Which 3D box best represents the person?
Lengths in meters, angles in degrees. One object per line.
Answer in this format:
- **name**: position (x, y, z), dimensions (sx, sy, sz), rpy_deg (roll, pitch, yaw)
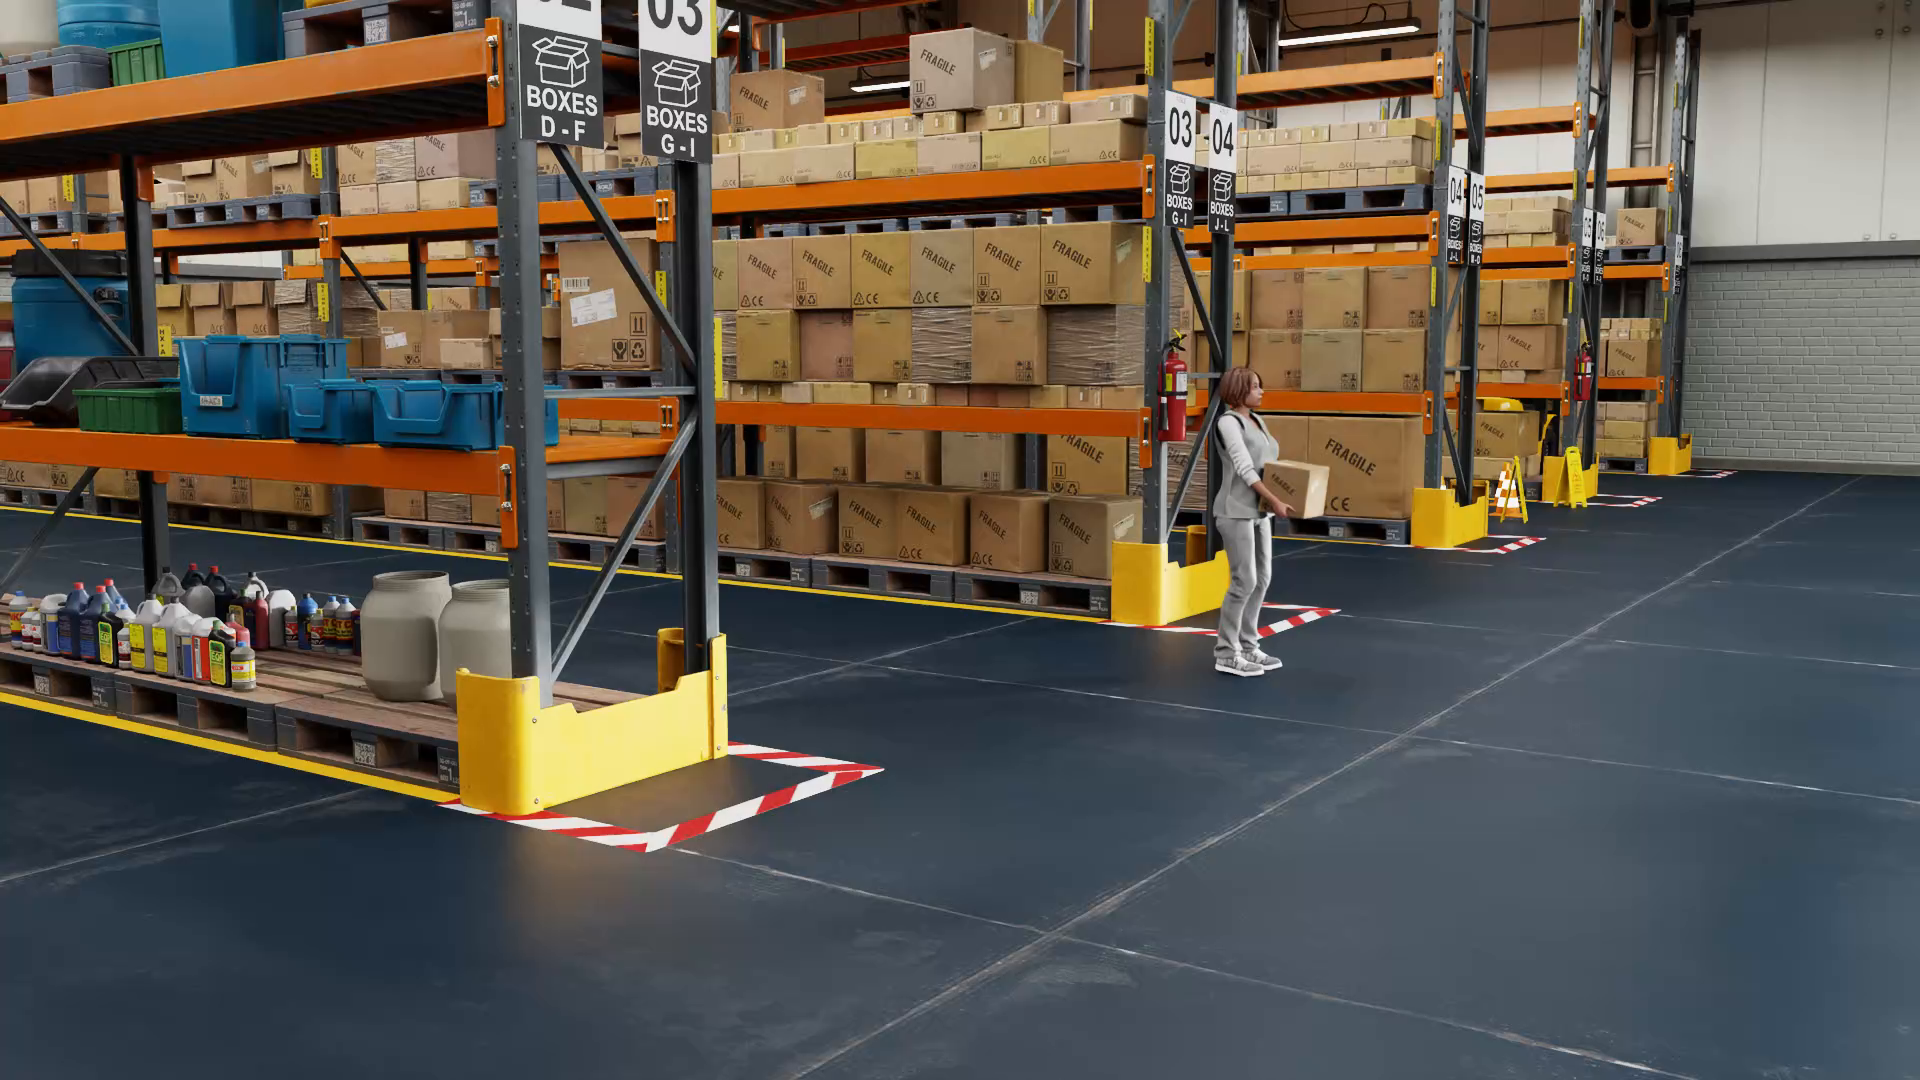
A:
- **person**: position (1.499, -0.108, 8.643), dimensions (0.344, 1.593, 0.480), rpy_deg (4, 8, 31)
